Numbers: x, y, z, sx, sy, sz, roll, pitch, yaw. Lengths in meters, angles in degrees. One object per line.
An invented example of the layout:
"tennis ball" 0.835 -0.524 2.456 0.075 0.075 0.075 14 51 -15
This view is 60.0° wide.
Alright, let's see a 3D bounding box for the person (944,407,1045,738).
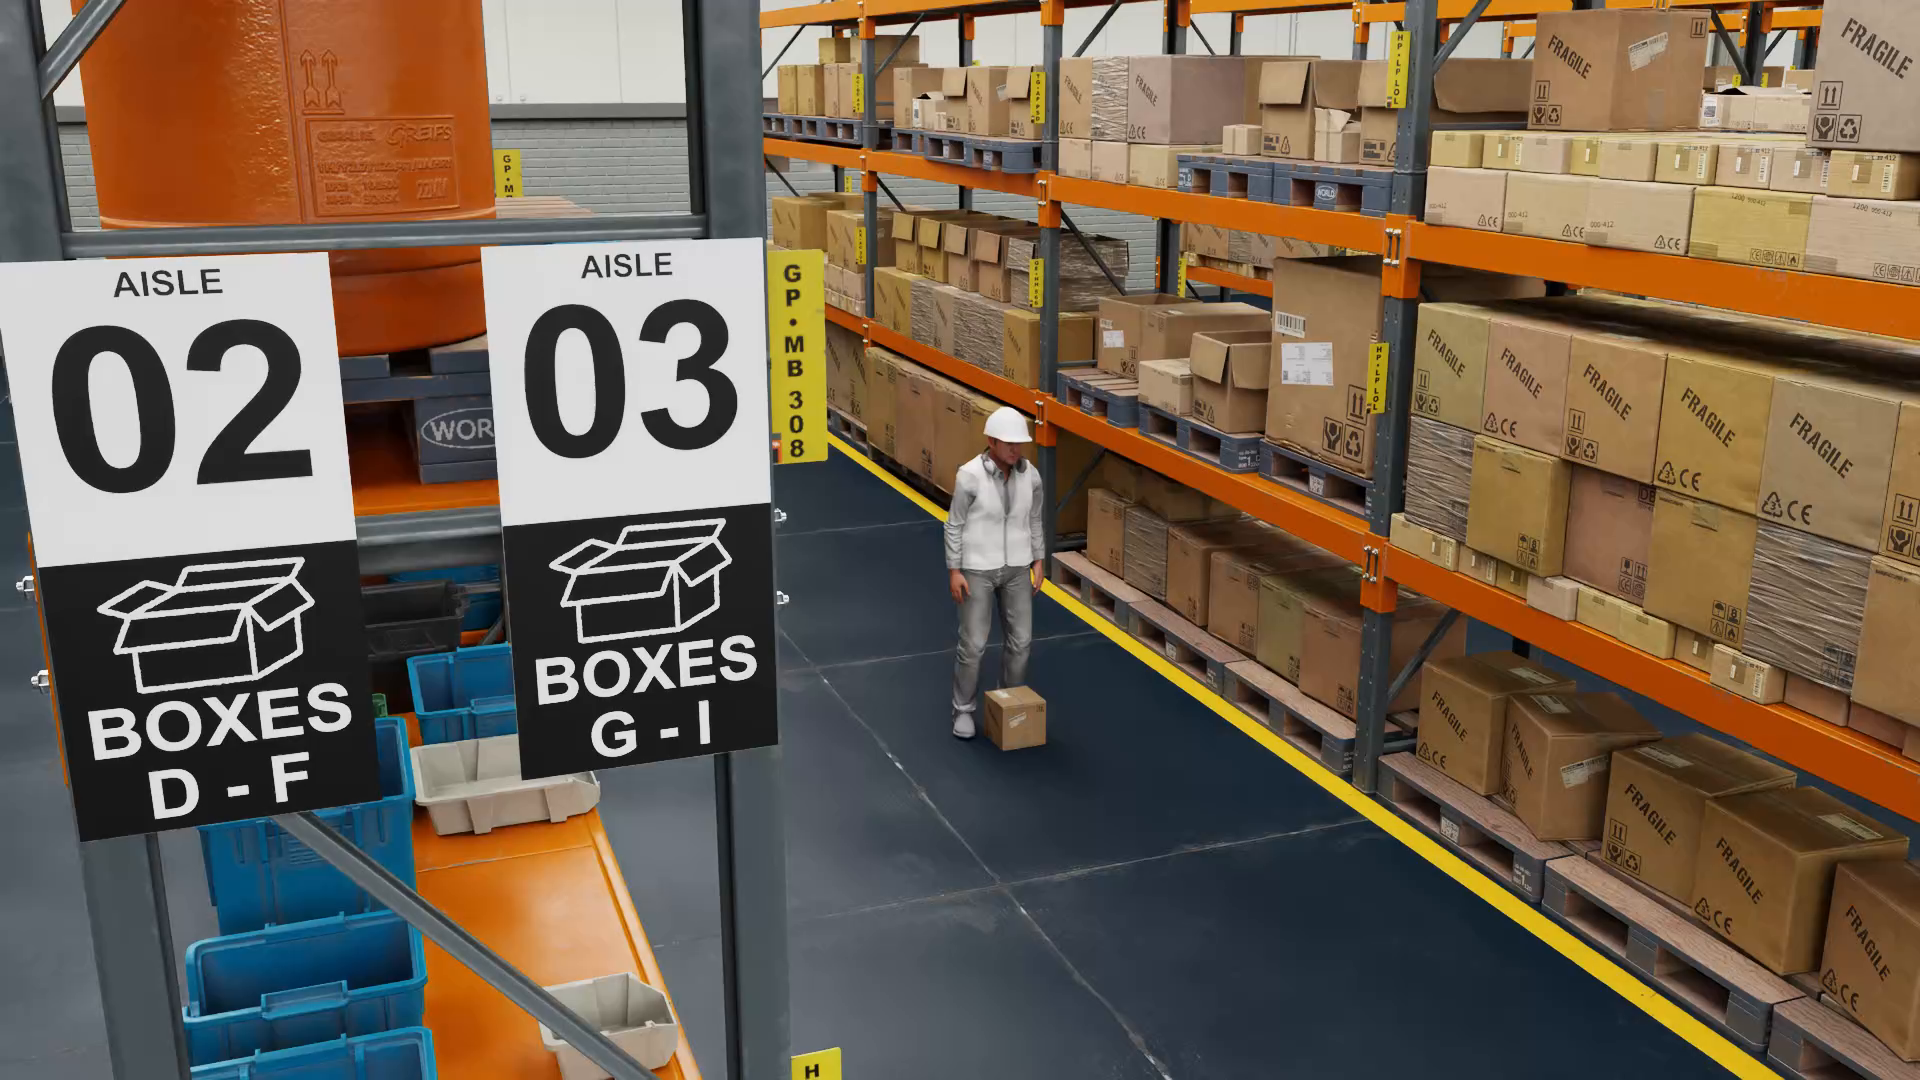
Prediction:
"person" 0.196 0.154 8.922 0.582 1.769 0.464 -7 17 -23
